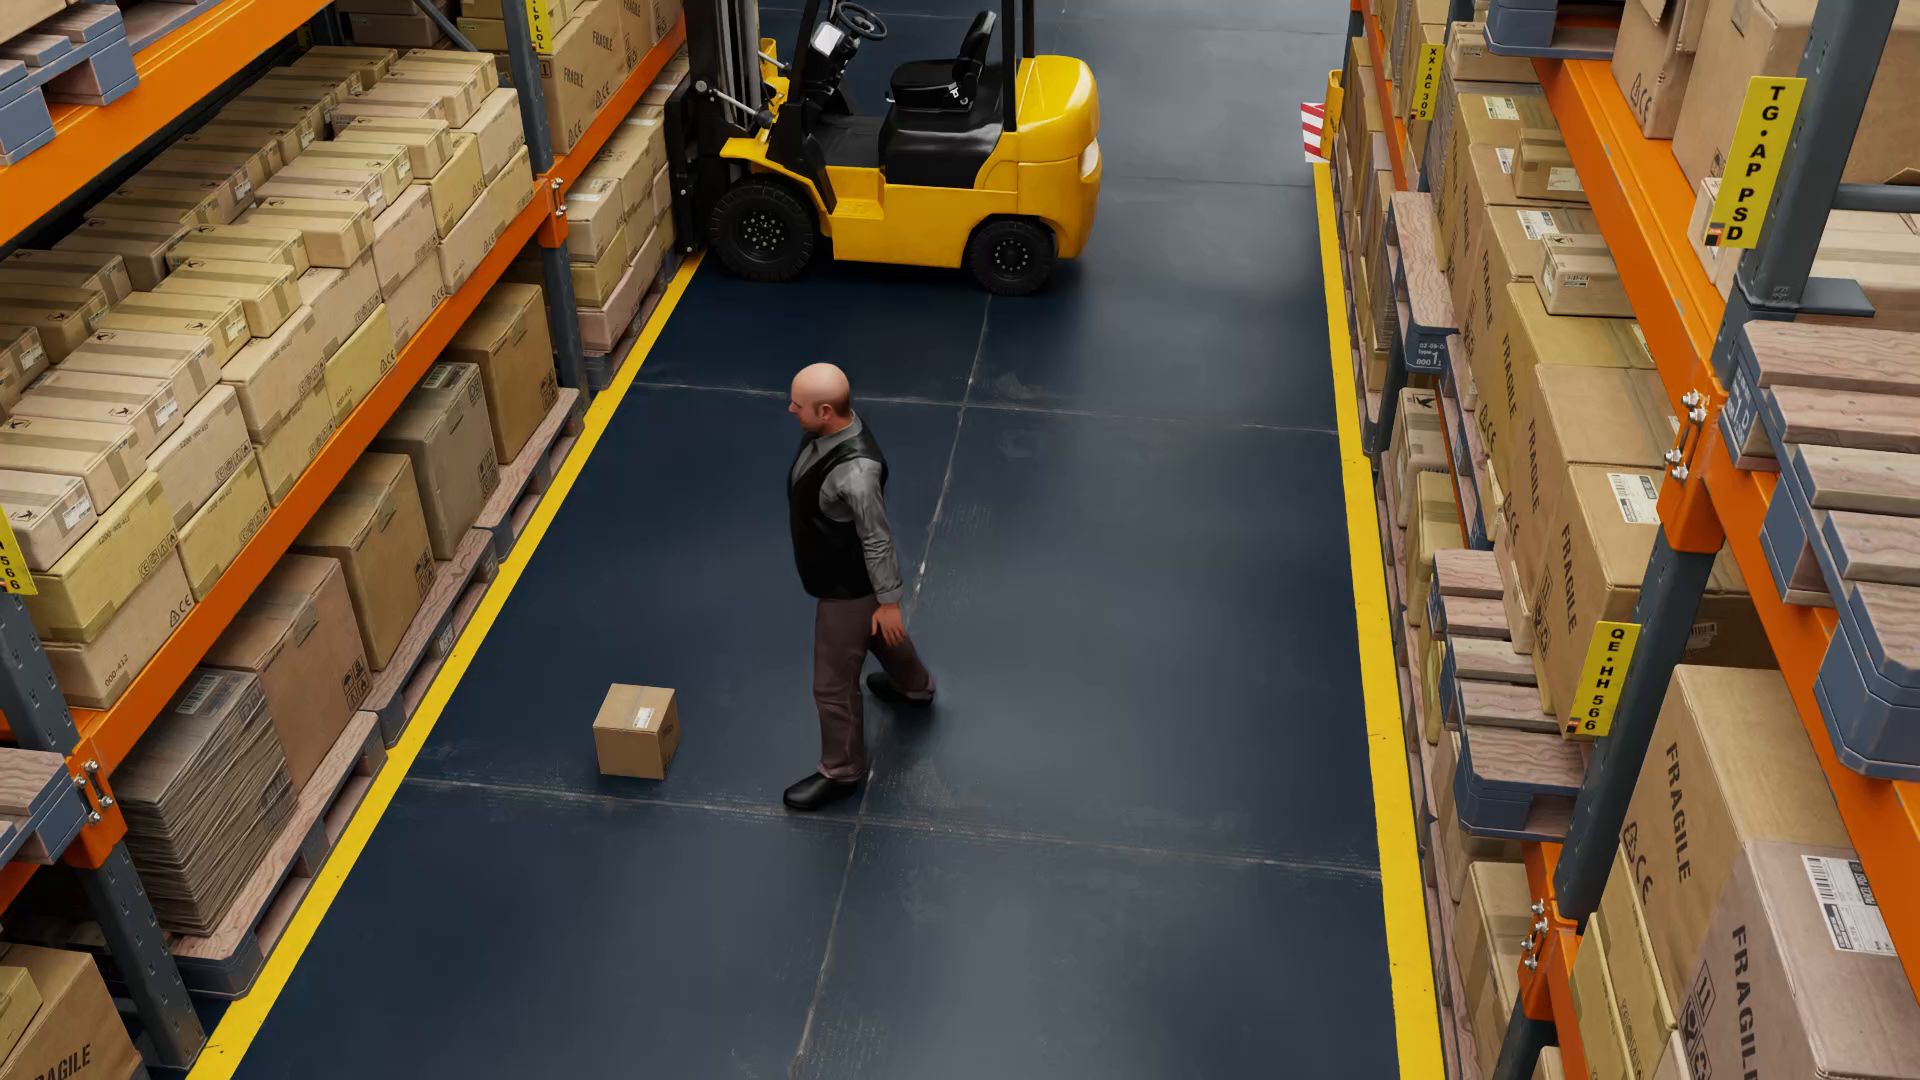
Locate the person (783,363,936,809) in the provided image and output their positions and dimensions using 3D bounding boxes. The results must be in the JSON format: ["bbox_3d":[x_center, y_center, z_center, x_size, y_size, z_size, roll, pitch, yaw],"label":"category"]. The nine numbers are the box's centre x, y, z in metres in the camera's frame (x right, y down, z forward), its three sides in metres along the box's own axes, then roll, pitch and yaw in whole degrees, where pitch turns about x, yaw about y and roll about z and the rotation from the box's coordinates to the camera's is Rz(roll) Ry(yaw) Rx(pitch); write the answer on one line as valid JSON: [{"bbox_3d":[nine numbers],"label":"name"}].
[{"bbox_3d":[-0.396,0.112,6.018,0.681,1.708,0.669,-8,37,-11],"label":"person"}]
